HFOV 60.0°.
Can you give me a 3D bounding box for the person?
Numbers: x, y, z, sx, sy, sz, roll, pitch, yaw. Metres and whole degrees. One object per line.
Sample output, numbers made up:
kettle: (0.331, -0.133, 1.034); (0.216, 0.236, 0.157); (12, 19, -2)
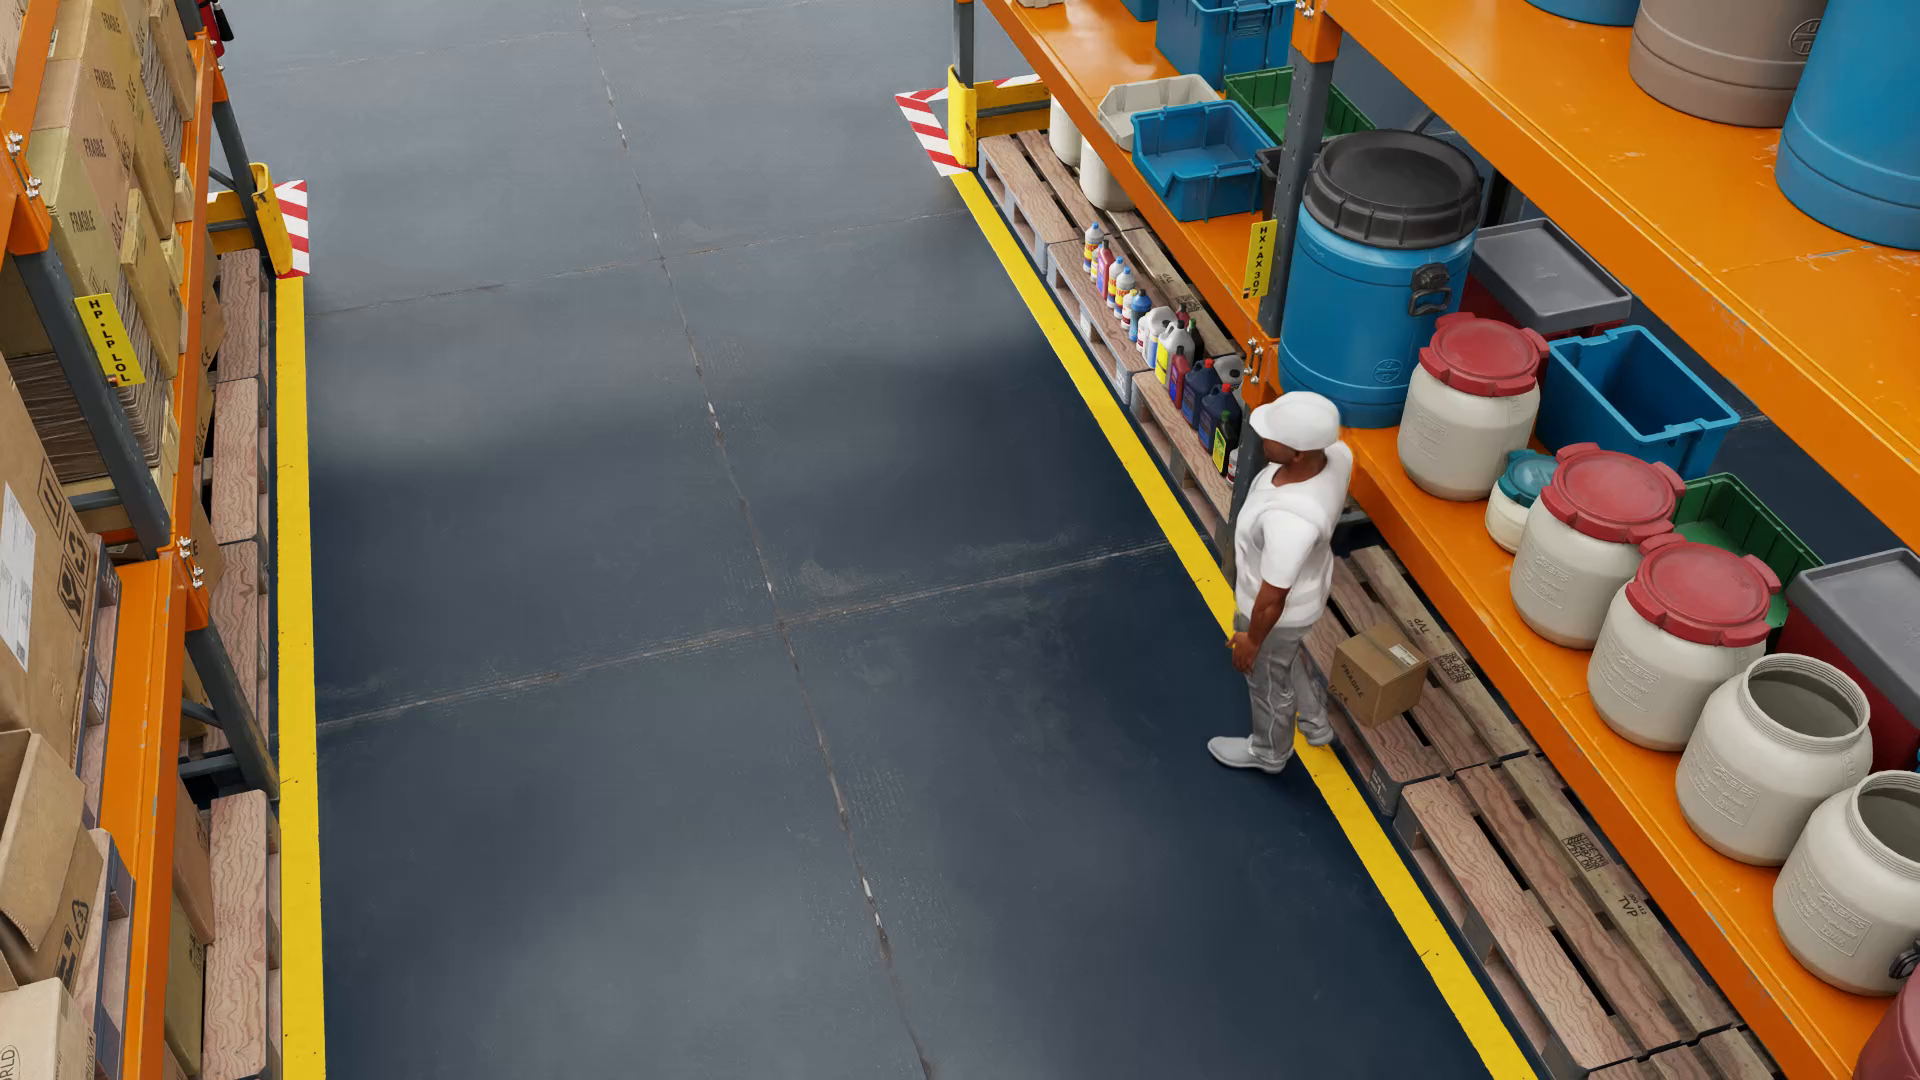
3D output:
person: (1.188, 0.192, 5.899); (0.481, 1.758, 0.602); (14, 44, 15)
